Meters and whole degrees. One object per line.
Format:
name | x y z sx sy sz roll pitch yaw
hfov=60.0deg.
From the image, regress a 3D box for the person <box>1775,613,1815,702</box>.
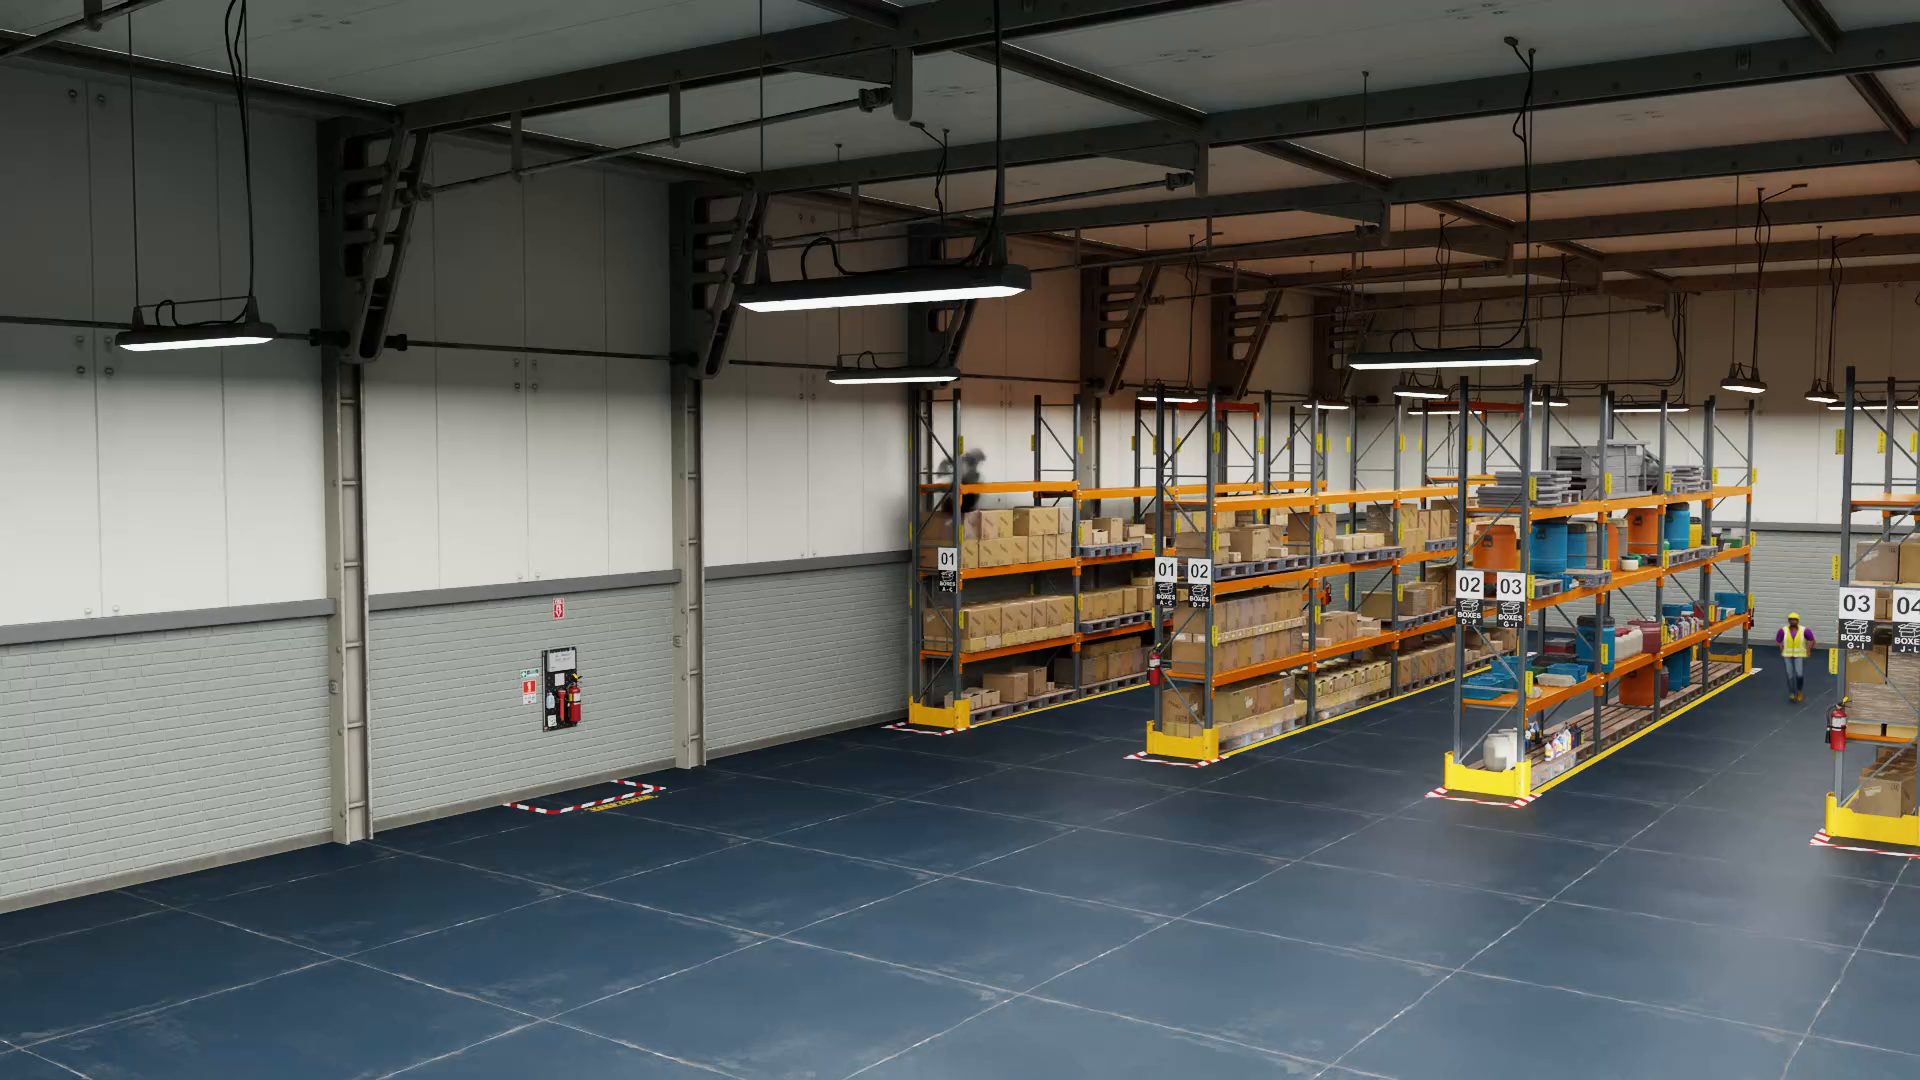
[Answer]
person | 16.210 2.284 32.344 0.656 1.746 0.657 2 4 32
